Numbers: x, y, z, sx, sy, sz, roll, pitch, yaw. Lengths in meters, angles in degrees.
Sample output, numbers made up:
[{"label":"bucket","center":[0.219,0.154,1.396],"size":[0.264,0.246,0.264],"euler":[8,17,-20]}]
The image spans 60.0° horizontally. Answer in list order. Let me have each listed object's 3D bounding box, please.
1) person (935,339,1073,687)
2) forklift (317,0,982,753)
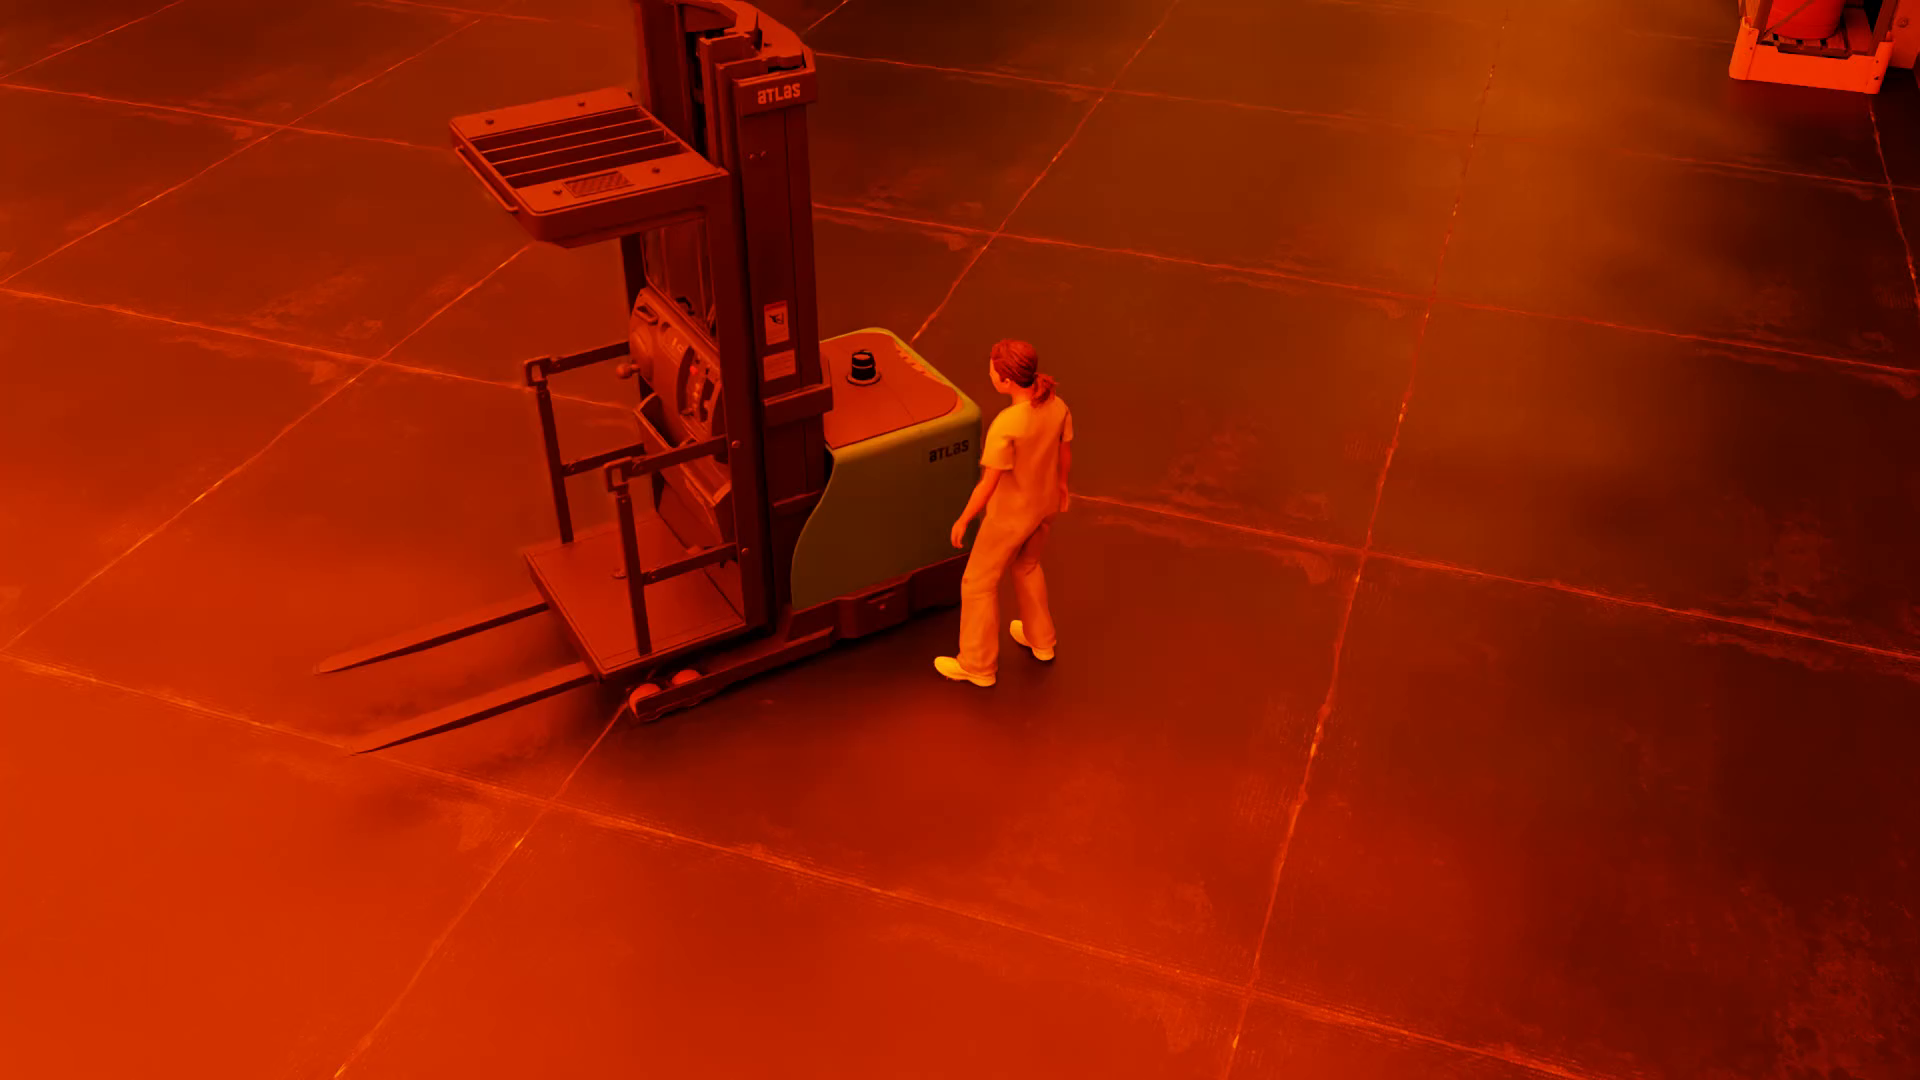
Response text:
[{"label":"person","center":[0.233,-0.140,7.418],"size":[0.394,1.651,0.678],"euler":[26,43,32]},{"label":"forklift","center":[-1.414,-0.731,7.142],"size":[3.031,2.935,1.130],"euler":[-19,40,-25]}]
